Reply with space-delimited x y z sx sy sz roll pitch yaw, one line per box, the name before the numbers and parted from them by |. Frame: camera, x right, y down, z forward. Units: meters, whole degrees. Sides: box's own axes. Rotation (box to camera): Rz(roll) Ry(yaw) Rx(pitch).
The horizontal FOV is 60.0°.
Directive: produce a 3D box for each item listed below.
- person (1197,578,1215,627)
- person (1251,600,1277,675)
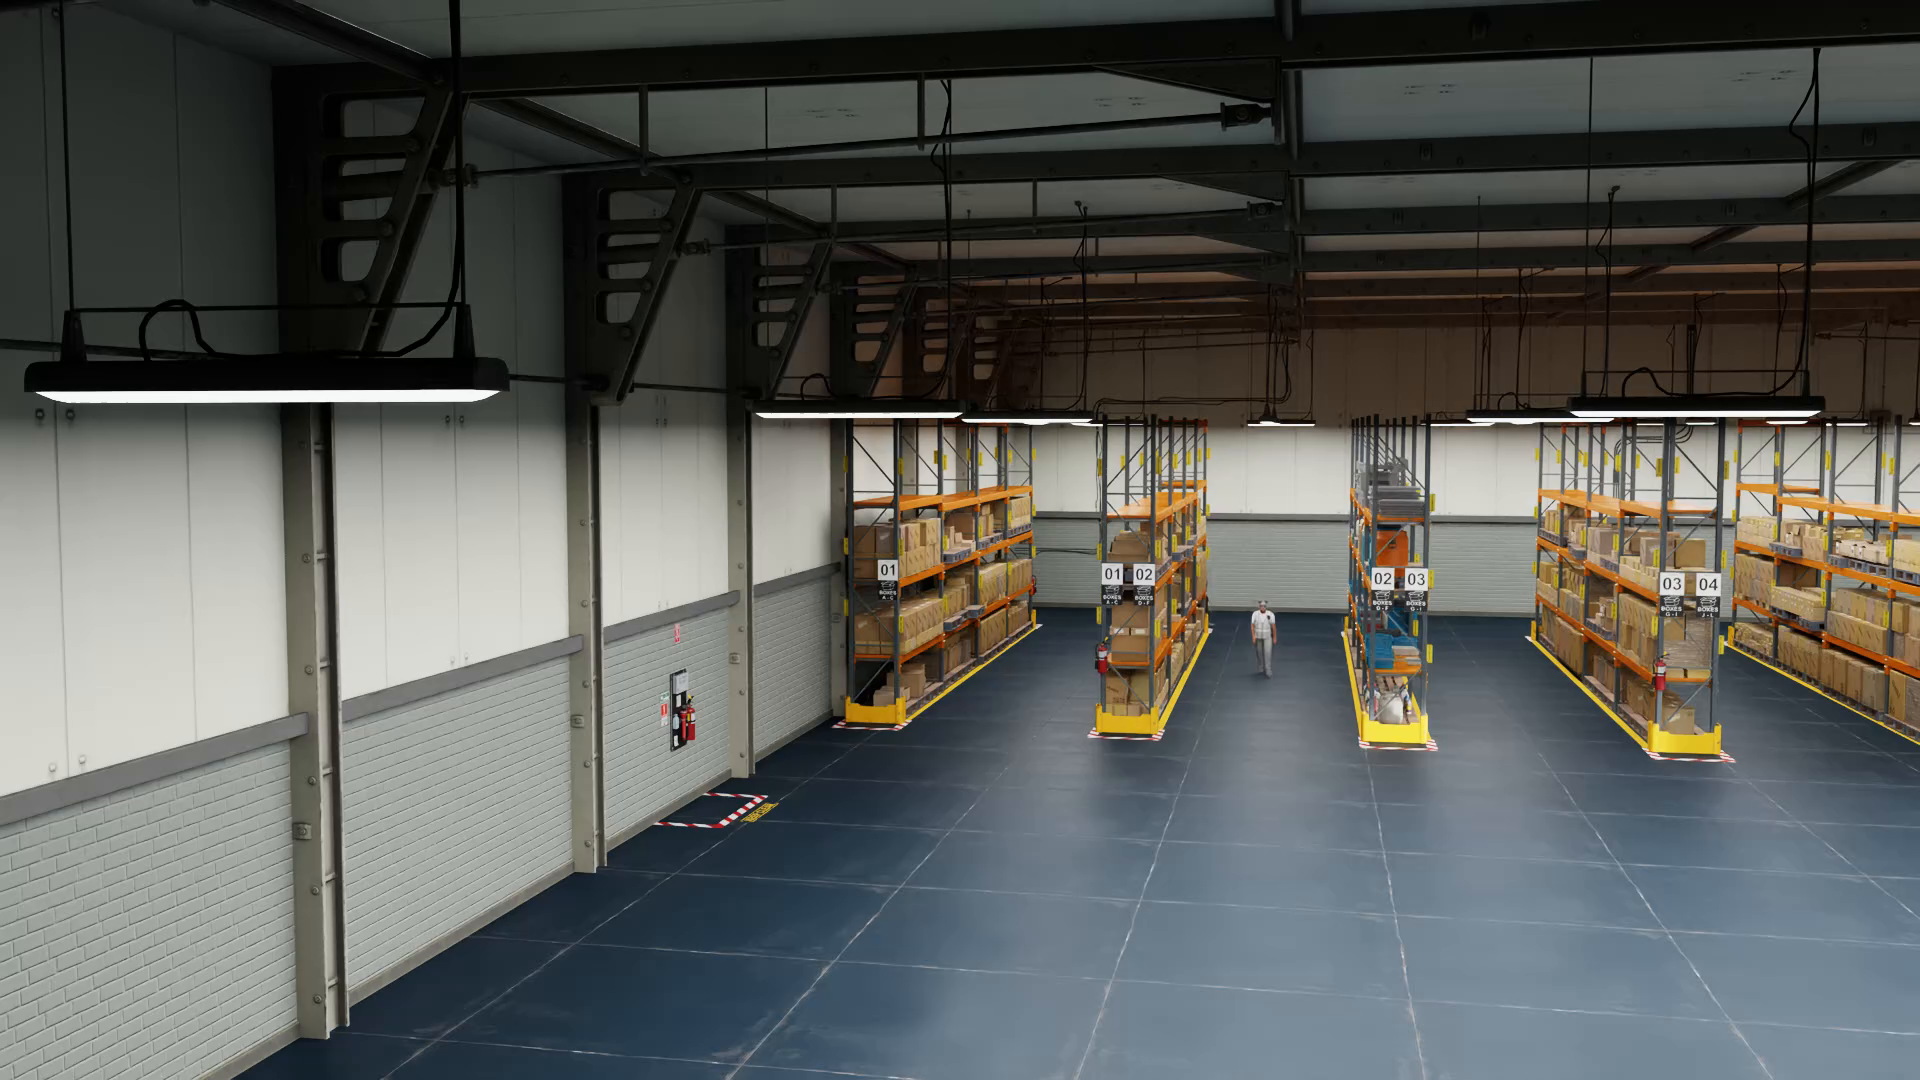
person | 6.951 1.629 48.141 0.788 1.767 0.661 2 4 29
person | 7.069 2.255 38.770 0.578 1.718 0.963 1 4 17
